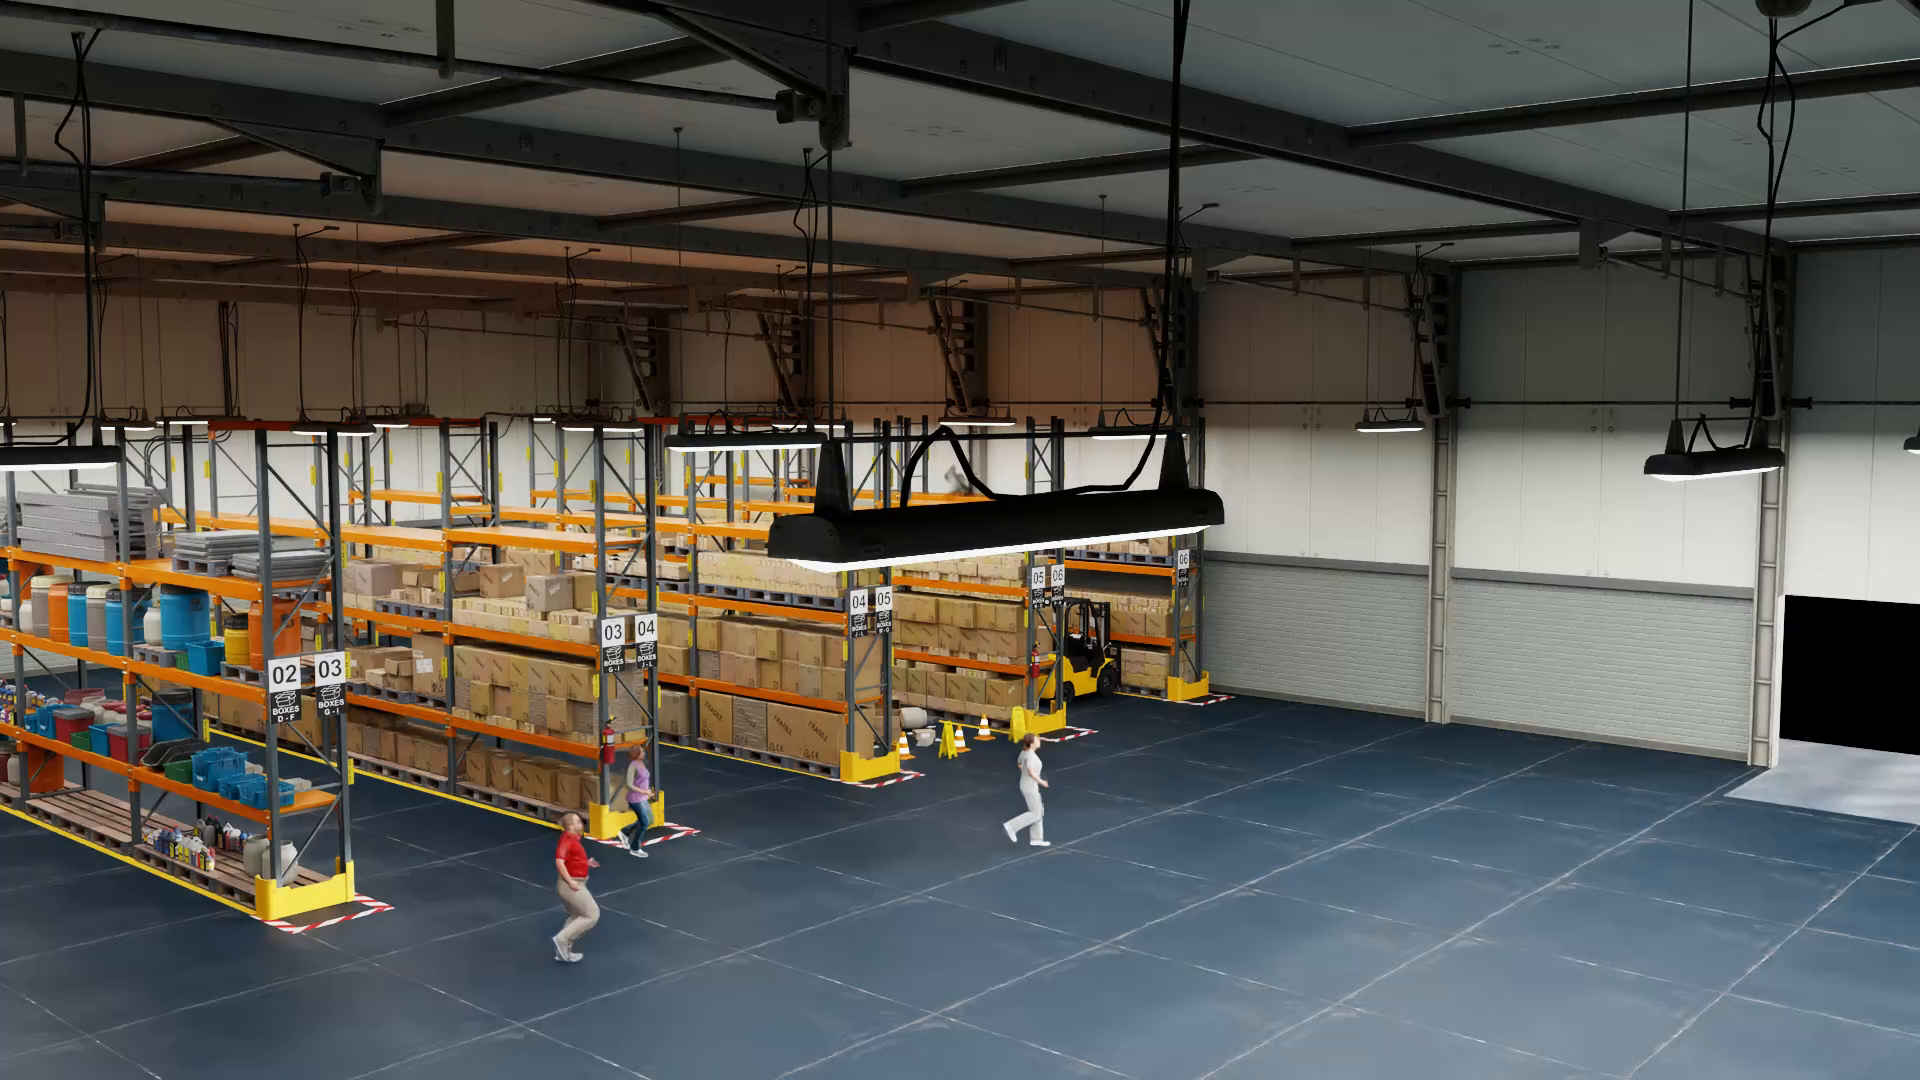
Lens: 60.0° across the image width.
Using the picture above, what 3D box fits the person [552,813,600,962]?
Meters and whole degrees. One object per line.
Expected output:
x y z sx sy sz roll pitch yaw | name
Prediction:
-4.343 3.921 18.782 0.563 1.697 0.710 -2 5 -19 | person

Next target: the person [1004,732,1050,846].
0.935 3.557 23.673 0.722 1.652 0.572 -1 5 -14 | person

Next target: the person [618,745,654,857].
-4.506 3.634 23.210 0.566 1.576 0.571 0 5 4 | person
